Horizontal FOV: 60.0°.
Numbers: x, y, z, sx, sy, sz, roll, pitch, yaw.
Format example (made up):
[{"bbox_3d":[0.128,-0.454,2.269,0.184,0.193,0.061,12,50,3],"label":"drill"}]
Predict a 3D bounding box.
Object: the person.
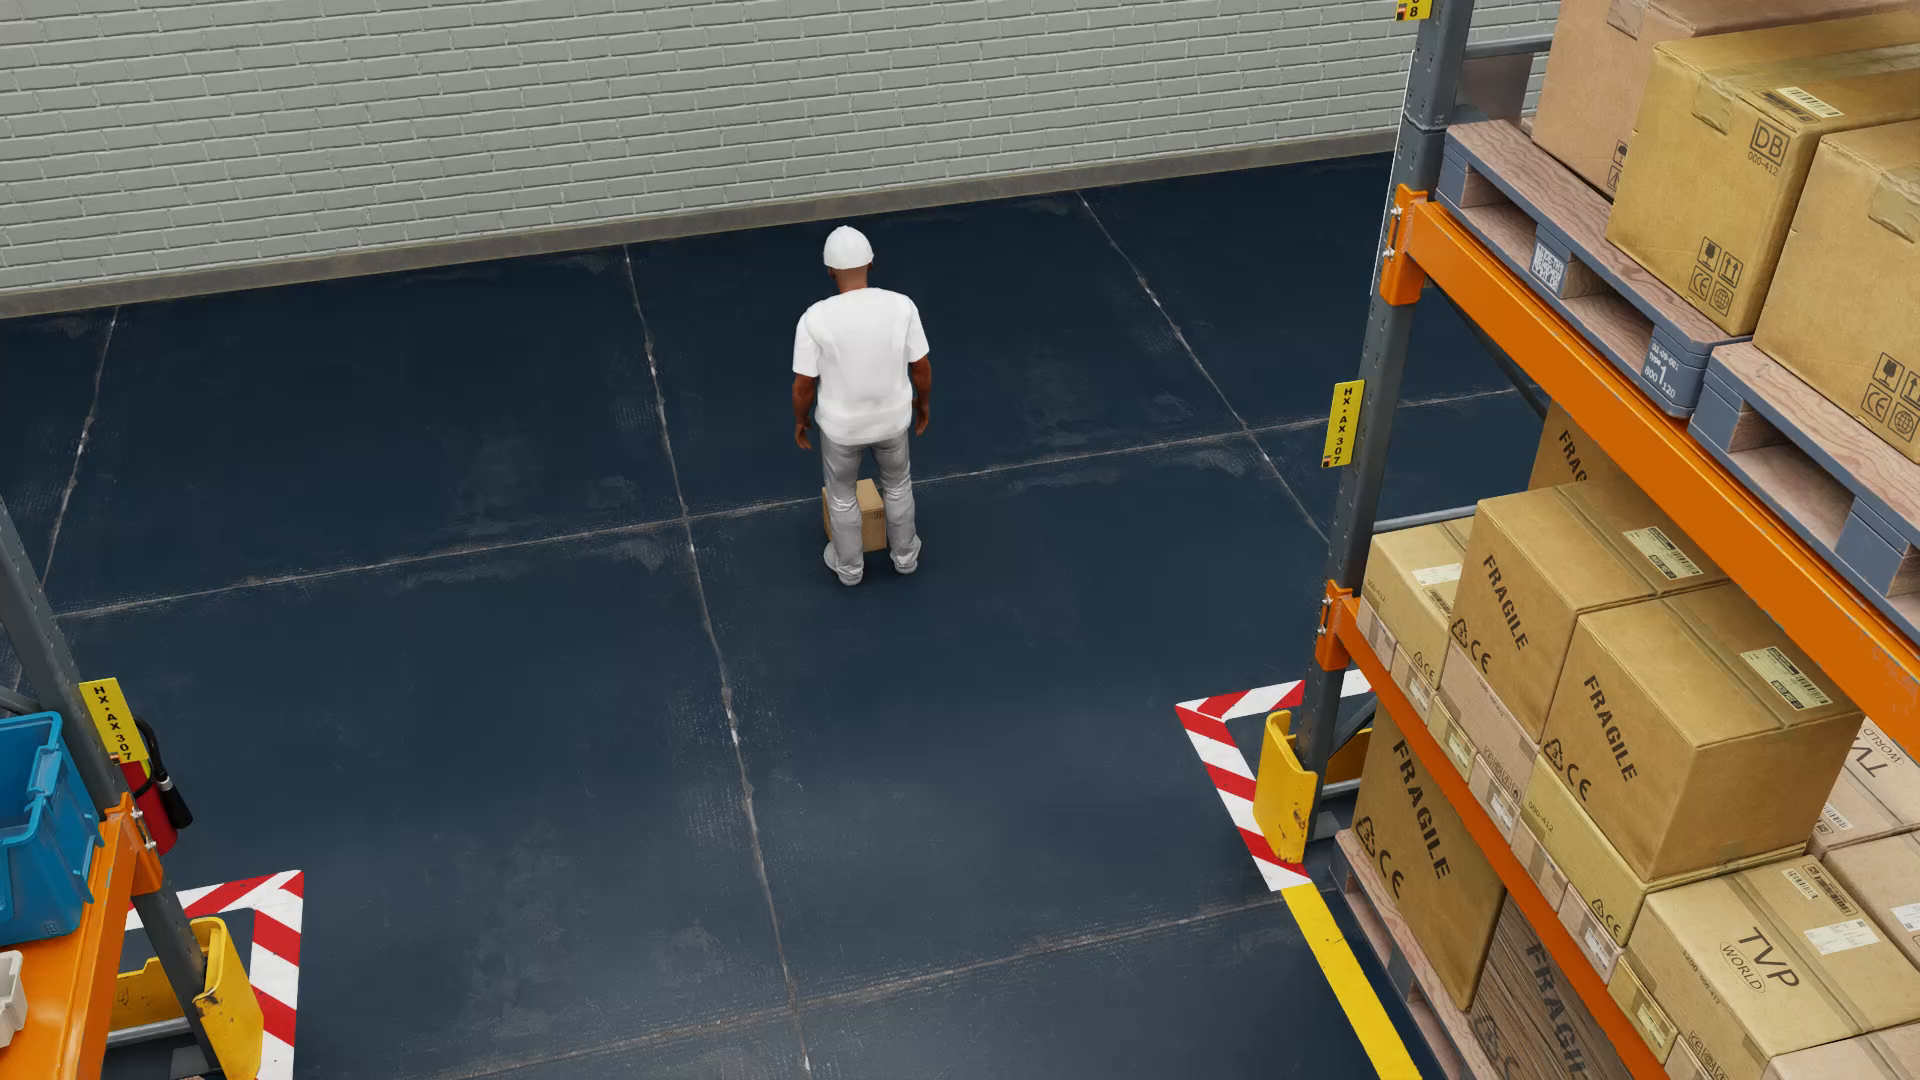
[{"bbox_3d":[-0.435,-0.570,7.429,0.628,1.761,0.458,-9,39,-12],"label":"person"}]
